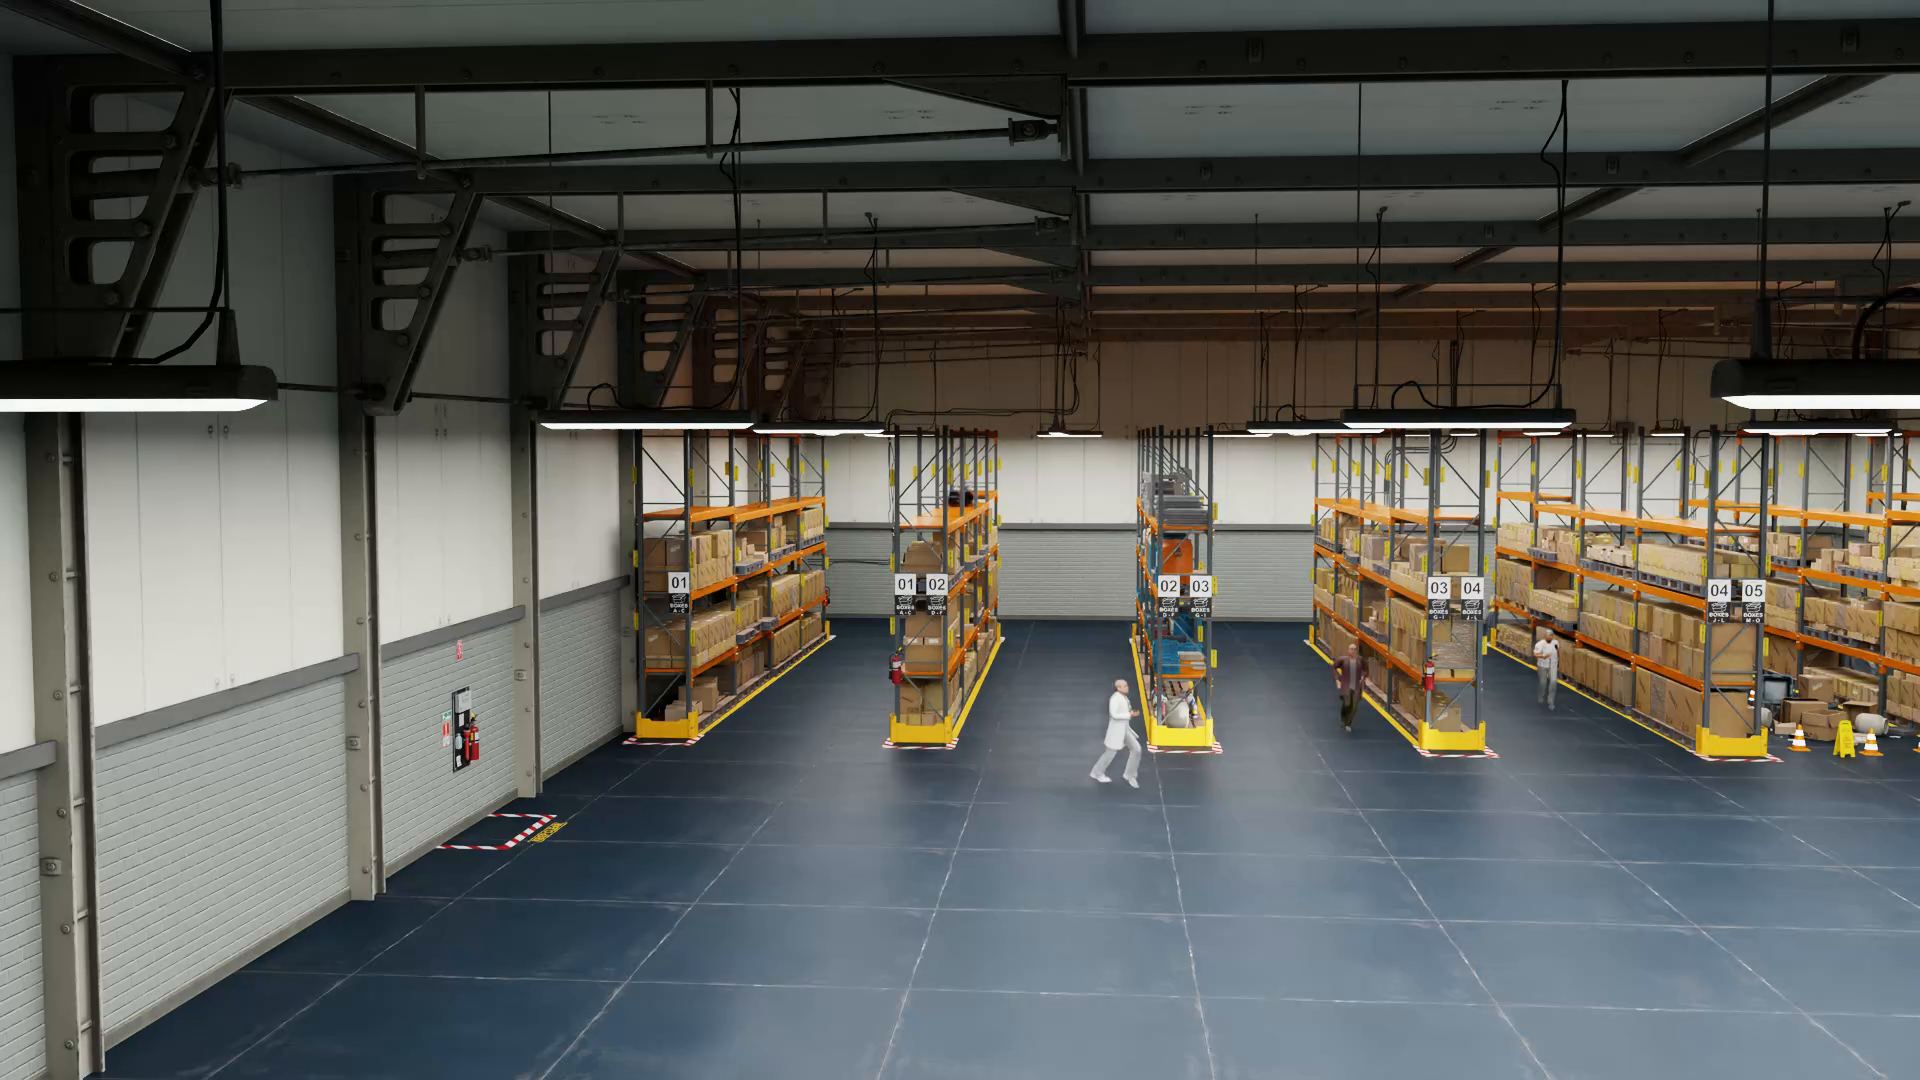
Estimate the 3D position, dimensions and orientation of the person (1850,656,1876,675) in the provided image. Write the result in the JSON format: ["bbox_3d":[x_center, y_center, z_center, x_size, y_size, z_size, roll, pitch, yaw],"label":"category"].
[{"bbox_3d":[21.456,2.533,39.569,0.587,1.684,1.058,0,3,2],"label":"person"}]

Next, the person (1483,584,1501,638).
[{"bbox_3d":[15.260,2.027,47.579,0.753,1.694,0.782,1,4,24],"label":"person"}]

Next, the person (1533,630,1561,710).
[{"bbox_3d":[12.606,2.760,35.725,0.627,1.712,0.868,0,3,4],"label":"person"}]

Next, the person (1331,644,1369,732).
[{"bbox_3d":[7.657,2.899,32.538,0.715,1.734,0.623,0,3,0],"label":"person"}]

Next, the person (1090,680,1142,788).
[{"bbox_3d":[2.551,3.205,27.403,0.896,1.836,0.681,2,4,30],"label":"person"}]
